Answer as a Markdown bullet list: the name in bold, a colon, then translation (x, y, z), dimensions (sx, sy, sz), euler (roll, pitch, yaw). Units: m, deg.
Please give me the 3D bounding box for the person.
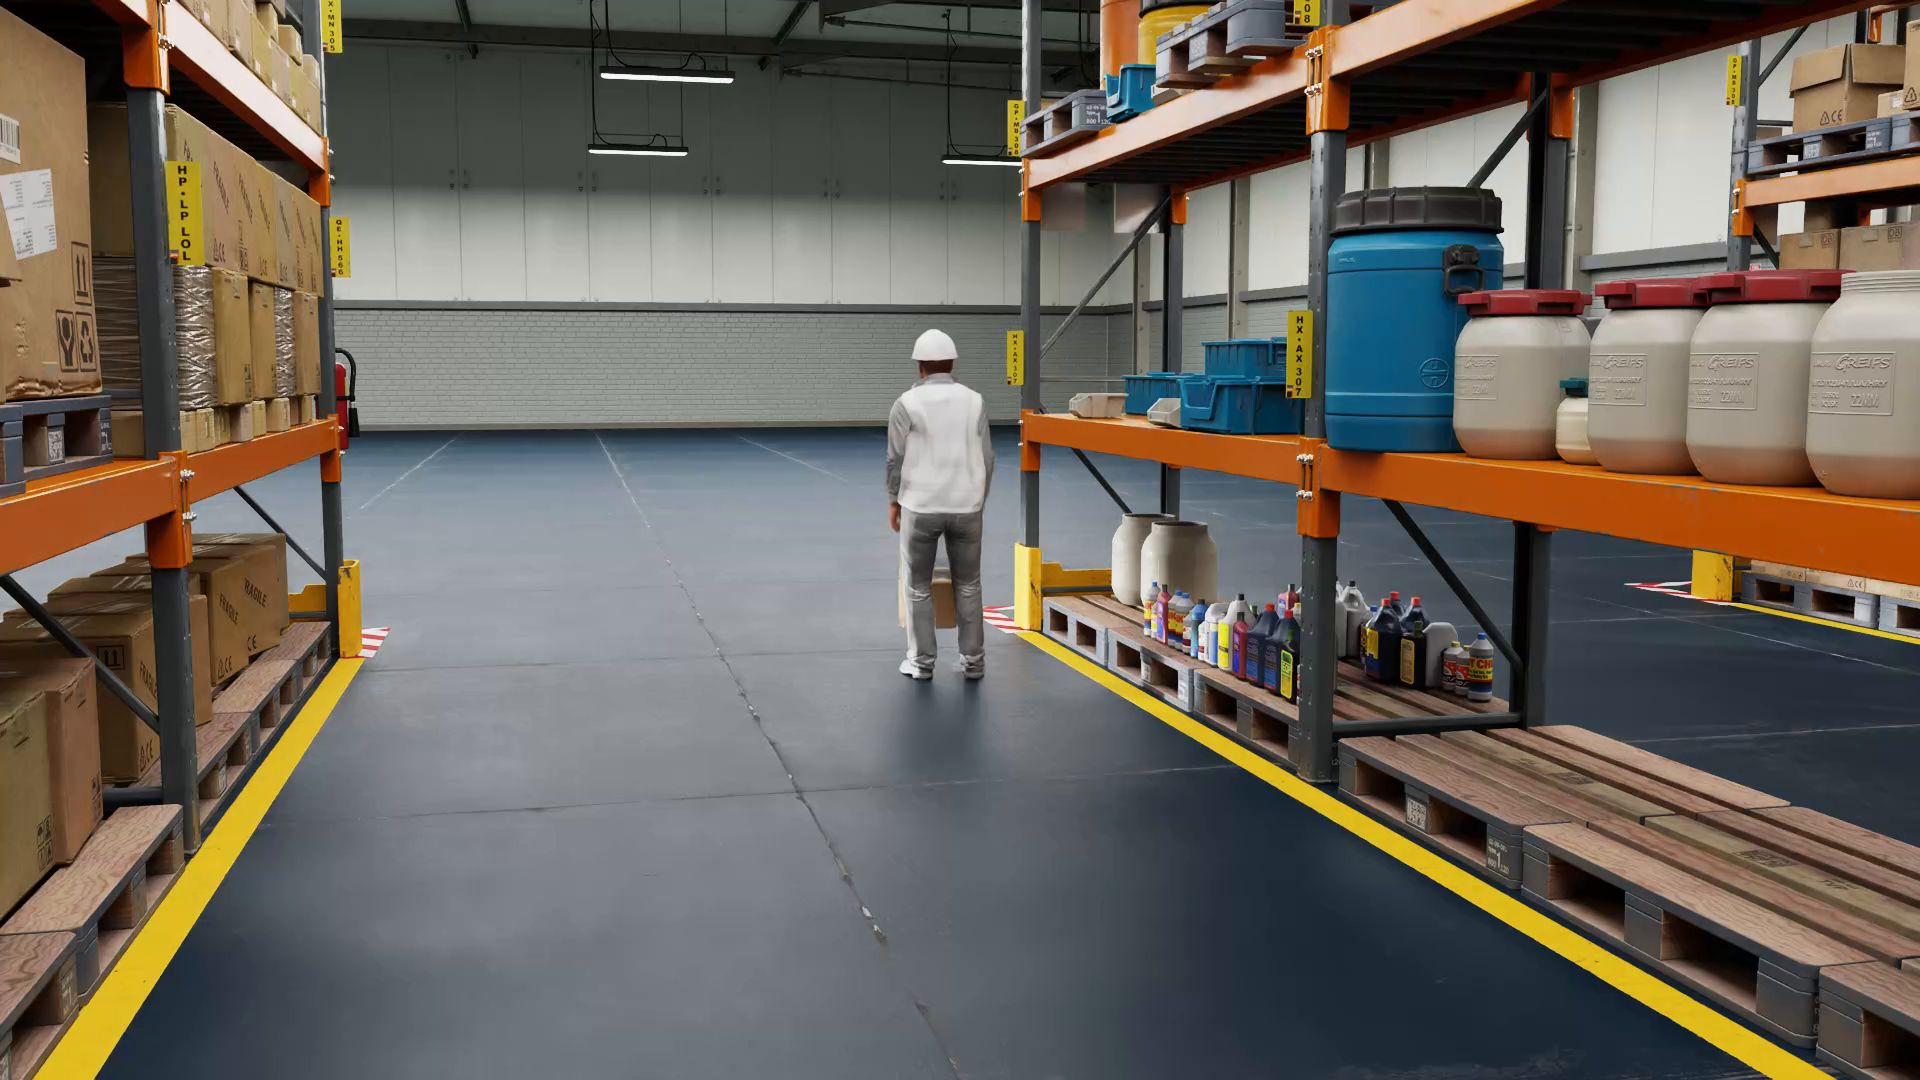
- **person**: translation (-0.107, -0.176, 8.463), dimensions (0.565, 1.774, 0.473), euler (-2, 6, -15)
